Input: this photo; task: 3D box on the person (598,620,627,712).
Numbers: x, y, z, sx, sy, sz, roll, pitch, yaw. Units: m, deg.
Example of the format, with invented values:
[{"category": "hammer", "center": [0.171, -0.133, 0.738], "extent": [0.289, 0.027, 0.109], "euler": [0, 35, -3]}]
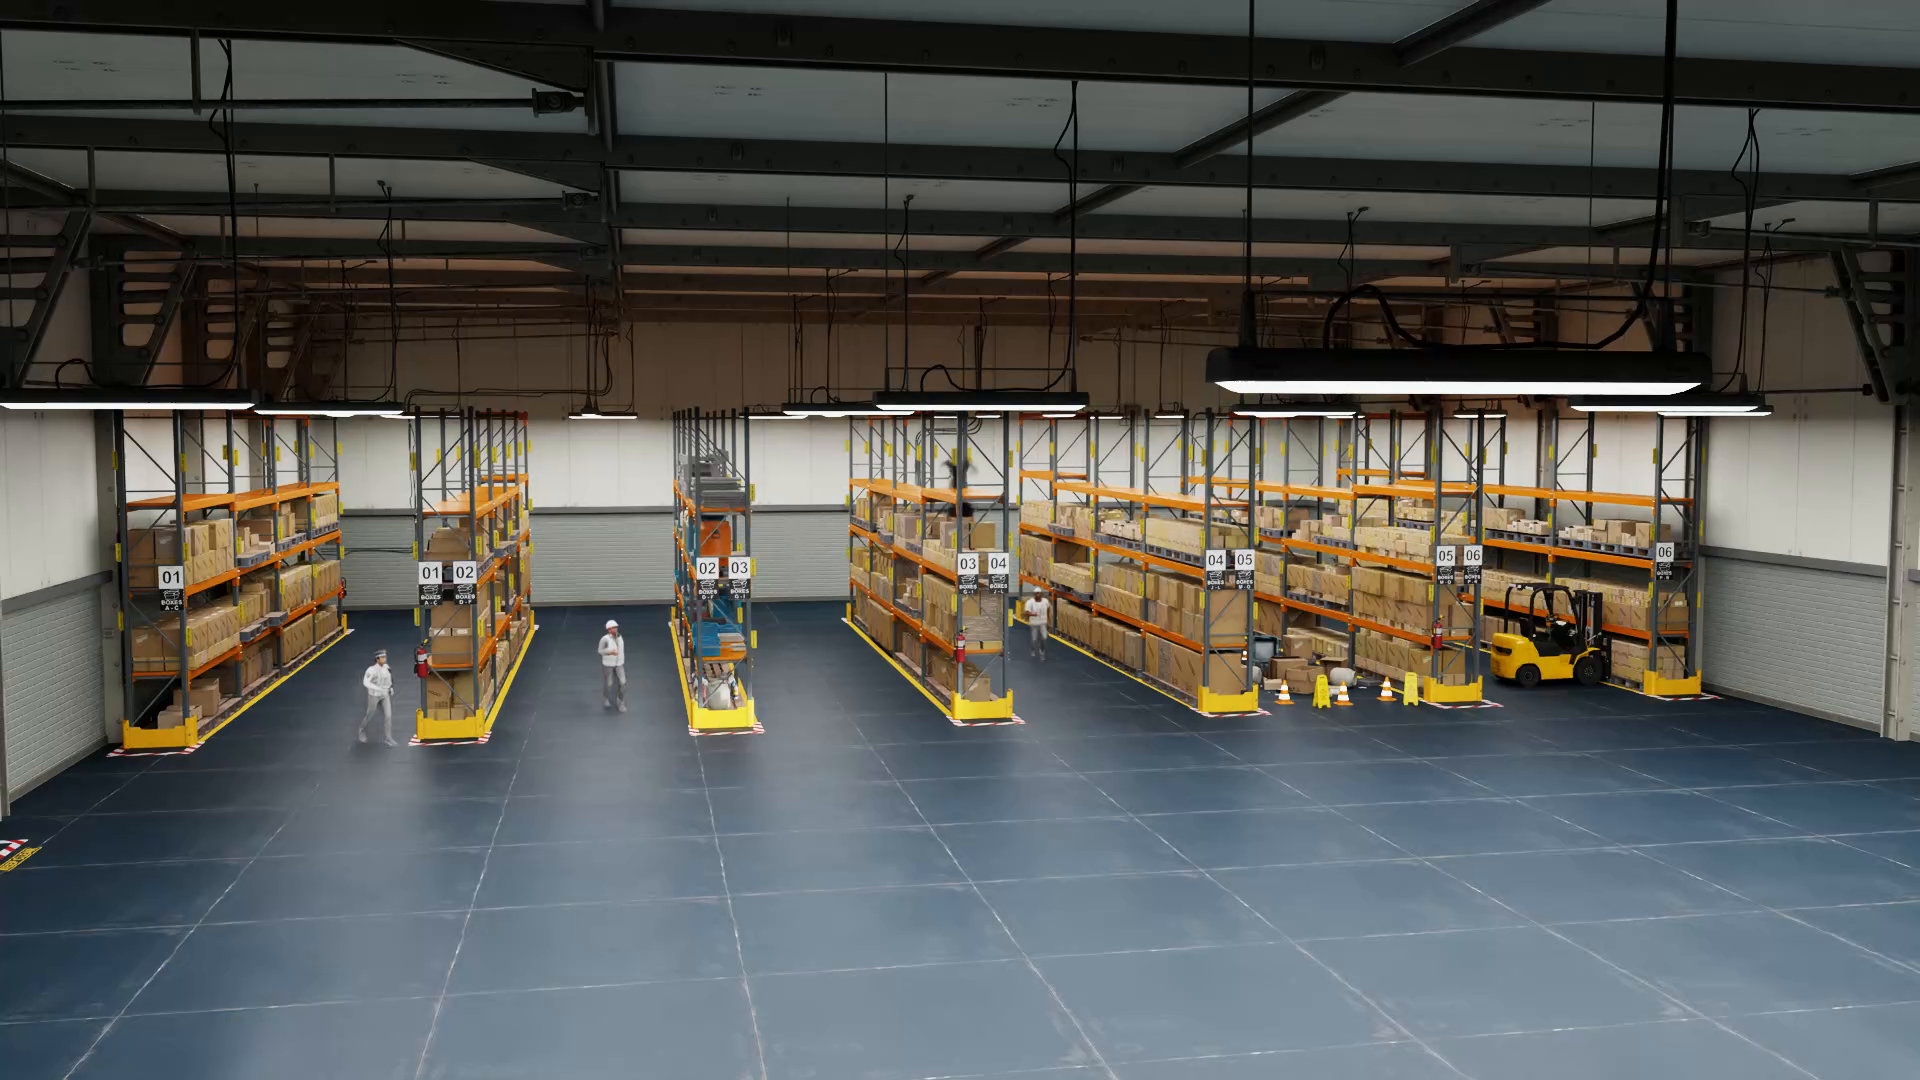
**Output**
[{"category": "person", "center": [-6.890, 2.497, 32.945], "extent": [0.629, 1.826, 0.784], "euler": [-3, 5, -33]}]

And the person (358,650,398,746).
[{"category": "person", "center": [-10.275, 2.769, 29.411], "extent": [0.931, 1.682, 0.646], "euler": [3, 5, 39]}]

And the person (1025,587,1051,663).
[{"category": "person", "center": [1.868, 2.022, 39.726], "extent": [0.675, 1.812, 0.826], "euler": [-1, 4, -11]}]
